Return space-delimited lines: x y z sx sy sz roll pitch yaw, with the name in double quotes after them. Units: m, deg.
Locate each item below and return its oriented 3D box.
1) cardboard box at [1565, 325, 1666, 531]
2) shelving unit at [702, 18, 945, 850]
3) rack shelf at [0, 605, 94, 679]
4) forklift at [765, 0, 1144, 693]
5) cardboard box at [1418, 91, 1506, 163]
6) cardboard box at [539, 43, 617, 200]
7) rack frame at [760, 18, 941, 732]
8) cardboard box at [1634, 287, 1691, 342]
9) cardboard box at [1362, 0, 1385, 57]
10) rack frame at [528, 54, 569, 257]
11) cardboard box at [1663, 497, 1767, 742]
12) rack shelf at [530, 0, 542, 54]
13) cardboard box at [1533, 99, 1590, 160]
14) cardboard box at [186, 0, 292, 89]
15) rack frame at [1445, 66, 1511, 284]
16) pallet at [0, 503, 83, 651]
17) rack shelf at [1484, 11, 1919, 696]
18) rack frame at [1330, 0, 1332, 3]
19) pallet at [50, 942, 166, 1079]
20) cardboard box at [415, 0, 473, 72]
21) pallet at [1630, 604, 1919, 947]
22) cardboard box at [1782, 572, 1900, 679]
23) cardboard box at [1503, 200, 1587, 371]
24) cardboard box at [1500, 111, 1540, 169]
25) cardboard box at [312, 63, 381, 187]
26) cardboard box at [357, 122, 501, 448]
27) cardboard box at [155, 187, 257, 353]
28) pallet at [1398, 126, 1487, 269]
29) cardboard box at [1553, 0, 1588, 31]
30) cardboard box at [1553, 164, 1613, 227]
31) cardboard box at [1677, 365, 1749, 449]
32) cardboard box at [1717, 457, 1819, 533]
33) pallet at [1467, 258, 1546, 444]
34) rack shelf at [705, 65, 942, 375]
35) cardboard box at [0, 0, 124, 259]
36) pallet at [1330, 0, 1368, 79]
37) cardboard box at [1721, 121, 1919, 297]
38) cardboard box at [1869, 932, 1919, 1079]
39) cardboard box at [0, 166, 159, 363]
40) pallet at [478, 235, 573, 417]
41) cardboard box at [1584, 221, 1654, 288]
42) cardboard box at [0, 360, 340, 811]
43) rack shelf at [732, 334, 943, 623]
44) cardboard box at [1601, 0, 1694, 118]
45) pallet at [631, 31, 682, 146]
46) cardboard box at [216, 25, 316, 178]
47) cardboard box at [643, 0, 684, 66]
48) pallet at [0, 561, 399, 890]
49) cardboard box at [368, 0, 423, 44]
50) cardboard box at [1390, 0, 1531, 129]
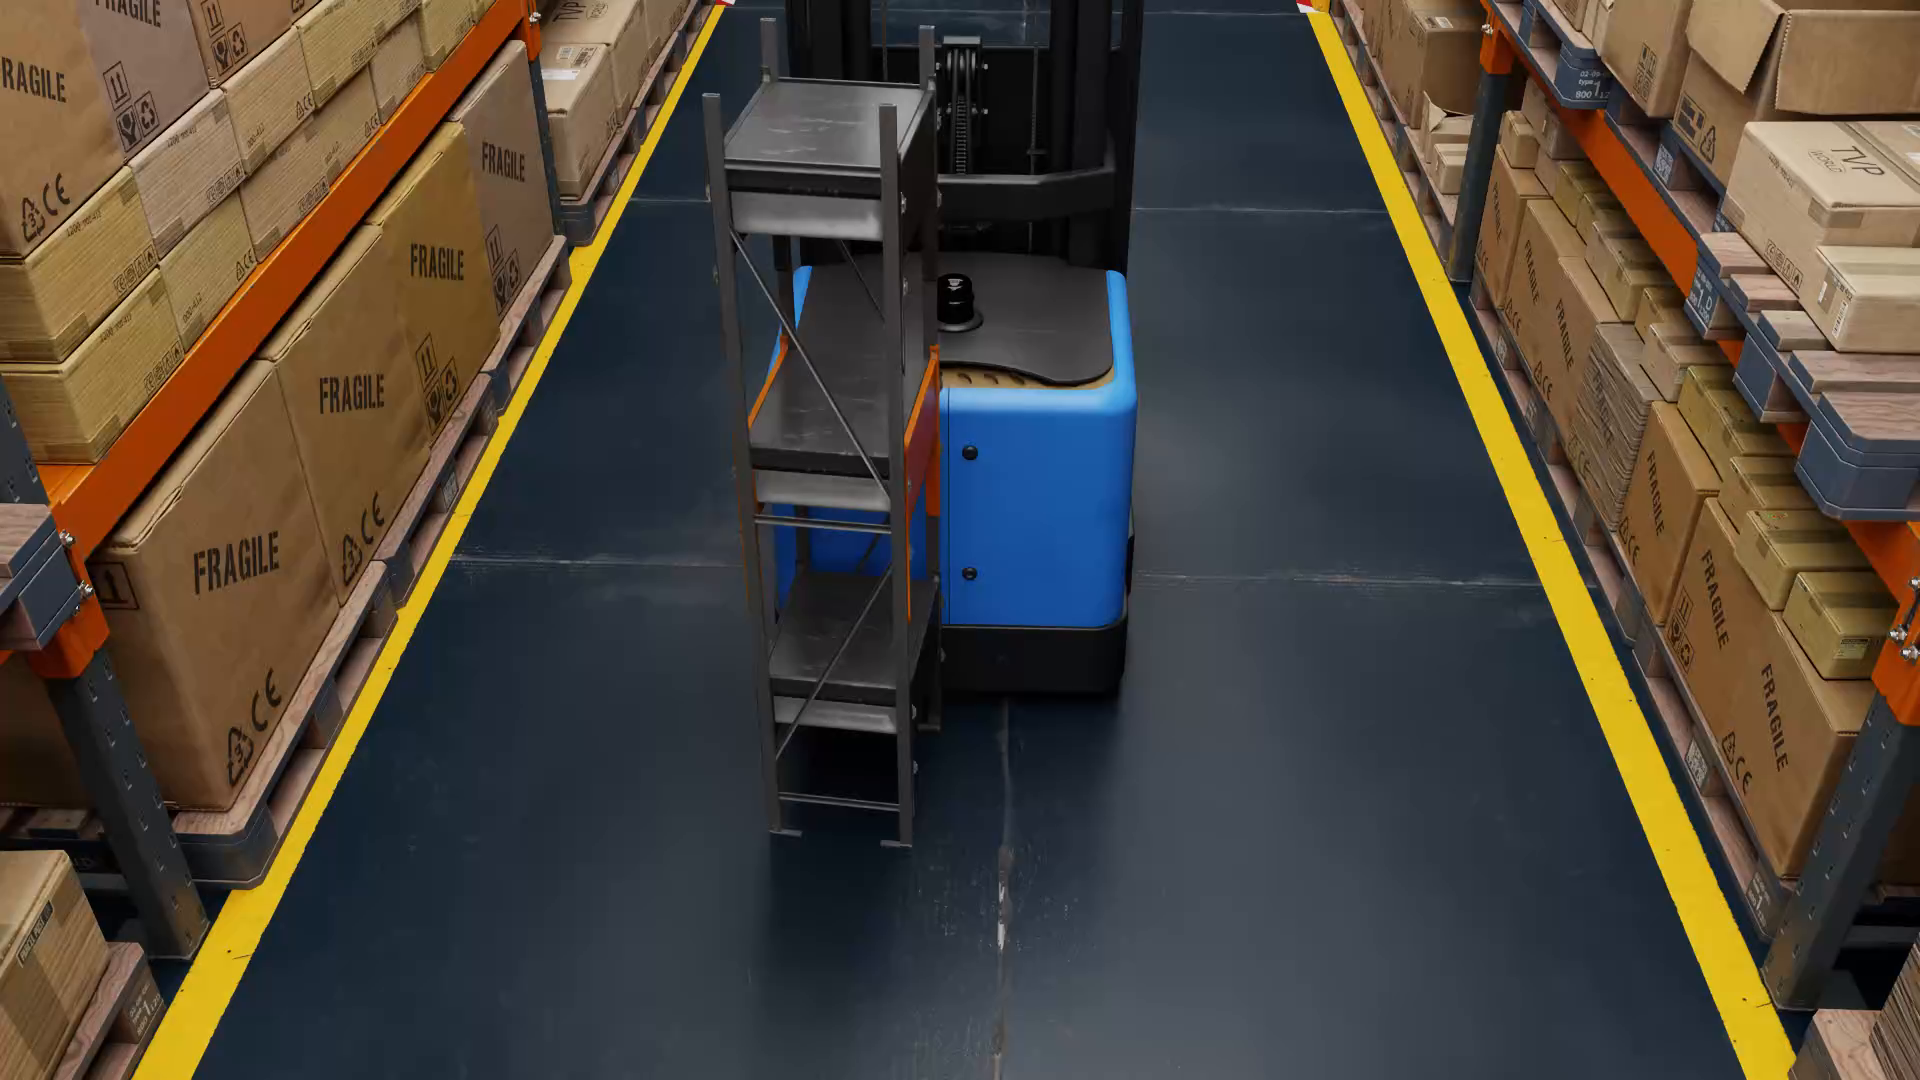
2.365 -0.372 5.479 0.500 0.500 0.500 0 35 0 "cardboard box"
-0.291 -0.172 4.169 0.431 2.100 0.503 5 35 7 "shelving unit"
-2.528 1.243 1.998 1.077 0.370 4.000 1 35 2 "rack shelf"
0.022 -1.561 5.422 1.130 2.935 3.031 1 35 2 "forklift"
2.416 -1.971 7.959 0.396 0.266 0.258 3 35 4 "cardboard box"
-2.155 -1.980 7.822 0.875 0.438 0.875 1 35 1 "cardboard box"
-0.256 -0.311 4.366 0.400 2.100 0.015 5 35 7 "rack frame"
2.421 -0.693 5.372 0.380 0.149 0.250 1 35 2 "cardboard box"
2.641 -2.994 9.210 0.700 0.500 0.500 3 35 4 "cardboard box"
-2.287 -2.499 6.697 1.000 3.000 0.127 1 35 2 "rack frame"
2.345 0.228 4.626 0.500 0.500 0.500 1 35 1 "cardboard box"
-2.207 -3.353 8.538 1.077 0.370 4.000 1 35 2 "rack shelf"
2.430 -1.572 6.364 0.380 0.149 0.250 0 35 0 "cardboard box"
-2.137 -1.510 4.334 0.500 0.500 0.500 2 35 3 "cardboard box"
2.673 -2.386 6.536 1.000 3.000 0.127 1 35 2 "rack frame"
-2.370 0.290 2.896 1.213 0.211 1.003 1 35 2 "pallet"
2.592 -0.943 5.108 1.077 0.370 4.000 1 35 2 "rack shelf"
2.833 -4.684 9.806 1.000 3.000 0.127 1 35 2 "rack frame"
-2.481 1.389 3.590 1.003 0.211 1.213 1 35 2 "pallet"
-2.075 -1.881 5.948 0.500 0.250 0.500 1 35 1 "cardboard box"
2.580 0.625 4.677 1.003 0.211 1.213 1 35 2 "pallet"
2.279 0.208 4.090 0.380 0.149 0.250 0 35 0 "cardboard box"
2.417 -0.956 6.311 0.500 0.500 0.500 1 35 1 "cardboard box"
2.392 -1.601 6.663 0.380 0.149 0.250 3 35 4 "cardboard box"
-2.131 -1.295 5.114 0.500 0.250 0.500 1 35 2 "cardboard box"
-2.261 -0.924 5.939 0.875 0.875 0.875 2 35 3 "cardboard box"
-2.174 -0.710 4.282 0.500 0.250 0.500 0 35 1 "cardboard box"
2.701 -1.640 7.900 1.003 0.211 1.213 1 35 2 "pallet"
2.409 -2.029 5.576 0.700 0.500 0.500 2 35 2 "cardboard box"
2.460 -1.292 6.224 0.380 0.149 0.250 0 35 -1 "cardboard box"
2.379 -0.394 4.946 0.380 0.149 0.250 1 35 1 "cardboard box"
2.313 -0.100 4.528 0.380 0.149 0.250 0 35 0 "cardboard box"
2.678 -0.777 6.672 1.003 0.211 1.213 1 35 2 "pallet"
-0.291 -0.734 3.774 0.431 0.518 0.480 5 35 7 "rack shelf"
-2.184 -0.928 3.505 0.500 0.500 0.500 0 35 0 "cardboard box"
2.799 -3.042 9.894 1.003 0.211 1.213 1 35 2 "pallet"
2.231 -0.812 4.062 0.500 0.250 0.500 0 35 0 "cardboard box"
2.473 1.070 3.319 0.875 0.625 0.625 2 35 3 "cardboard box"
-2.181 -0.629 3.732 0.500 0.250 0.500 1 35 2 "cardboard box"
-2.243 -0.913 6.865 1.003 0.211 1.213 1 35 2 "pallet"
2.415 -0.992 5.797 0.380 0.149 0.250 1 35 2 "cardboard box"
-2.337 0.102 4.479 0.875 0.875 0.875 1 35 1 "cardboard box"
-0.291 -0.161 4.176 0.431 0.518 0.480 5 35 7 "rack shelf"
2.377 -1.578 4.934 0.700 0.500 0.500 1 35 2 "cardboard box"
-2.132 -2.496 9.117 1.003 0.211 1.213 1 35 2 "pallet"
-2.127 -1.212 4.562 0.500 0.250 0.500 1 35 2 "cardboard box"
-2.082 -3.013 9.291 0.875 0.438 0.875 2 35 3 "cardboard box"
-2.341 0.489 4.870 1.003 0.211 1.213 1 35 2 "pallet"
-2.089 -1.798 5.395 0.500 0.250 0.500 2 35 3 "cardboard box"
2.599 -2.398 8.361 0.700 0.500 0.500 0 35 0 "cardboard box"
